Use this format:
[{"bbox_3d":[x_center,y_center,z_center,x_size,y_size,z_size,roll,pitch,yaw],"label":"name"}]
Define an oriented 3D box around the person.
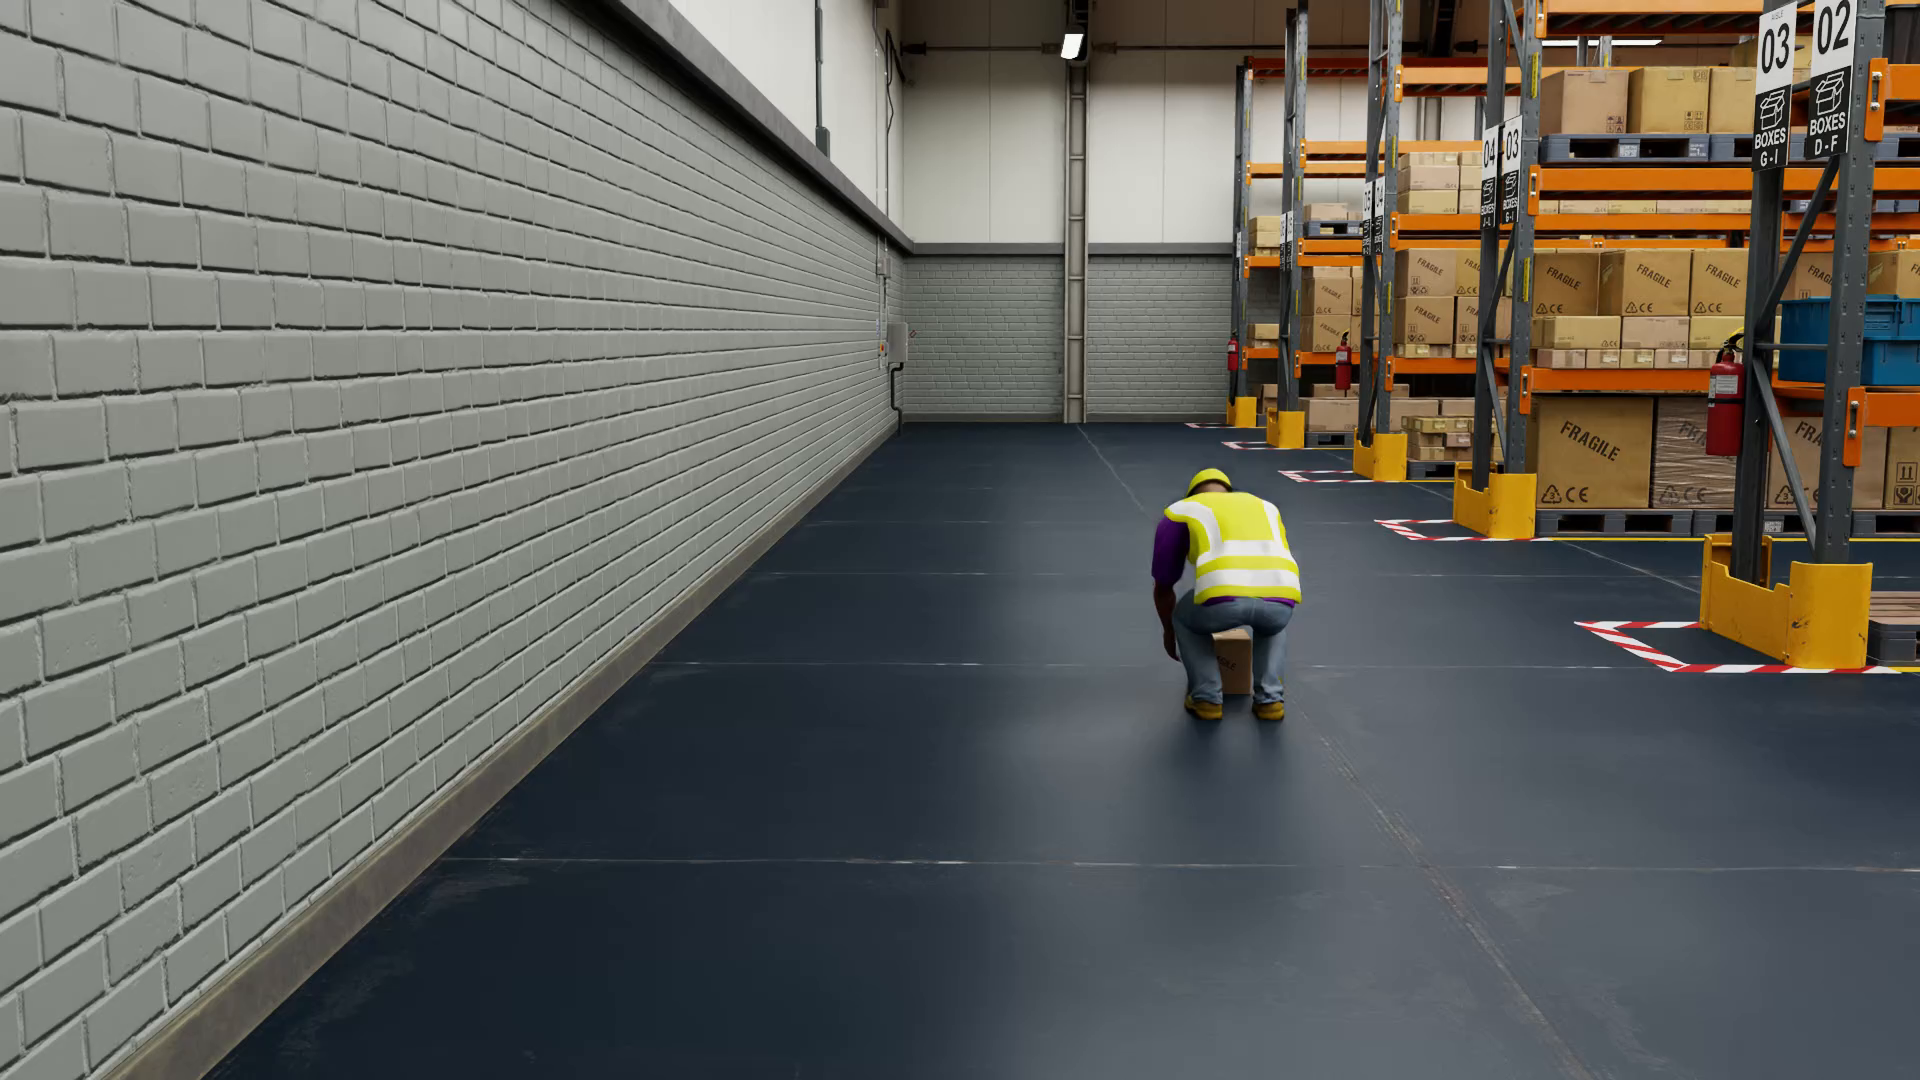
[{"bbox_3d":[1.117,0.220,7.038,0.584,0.995,0.878,0,7,1],"label":"person"}]
